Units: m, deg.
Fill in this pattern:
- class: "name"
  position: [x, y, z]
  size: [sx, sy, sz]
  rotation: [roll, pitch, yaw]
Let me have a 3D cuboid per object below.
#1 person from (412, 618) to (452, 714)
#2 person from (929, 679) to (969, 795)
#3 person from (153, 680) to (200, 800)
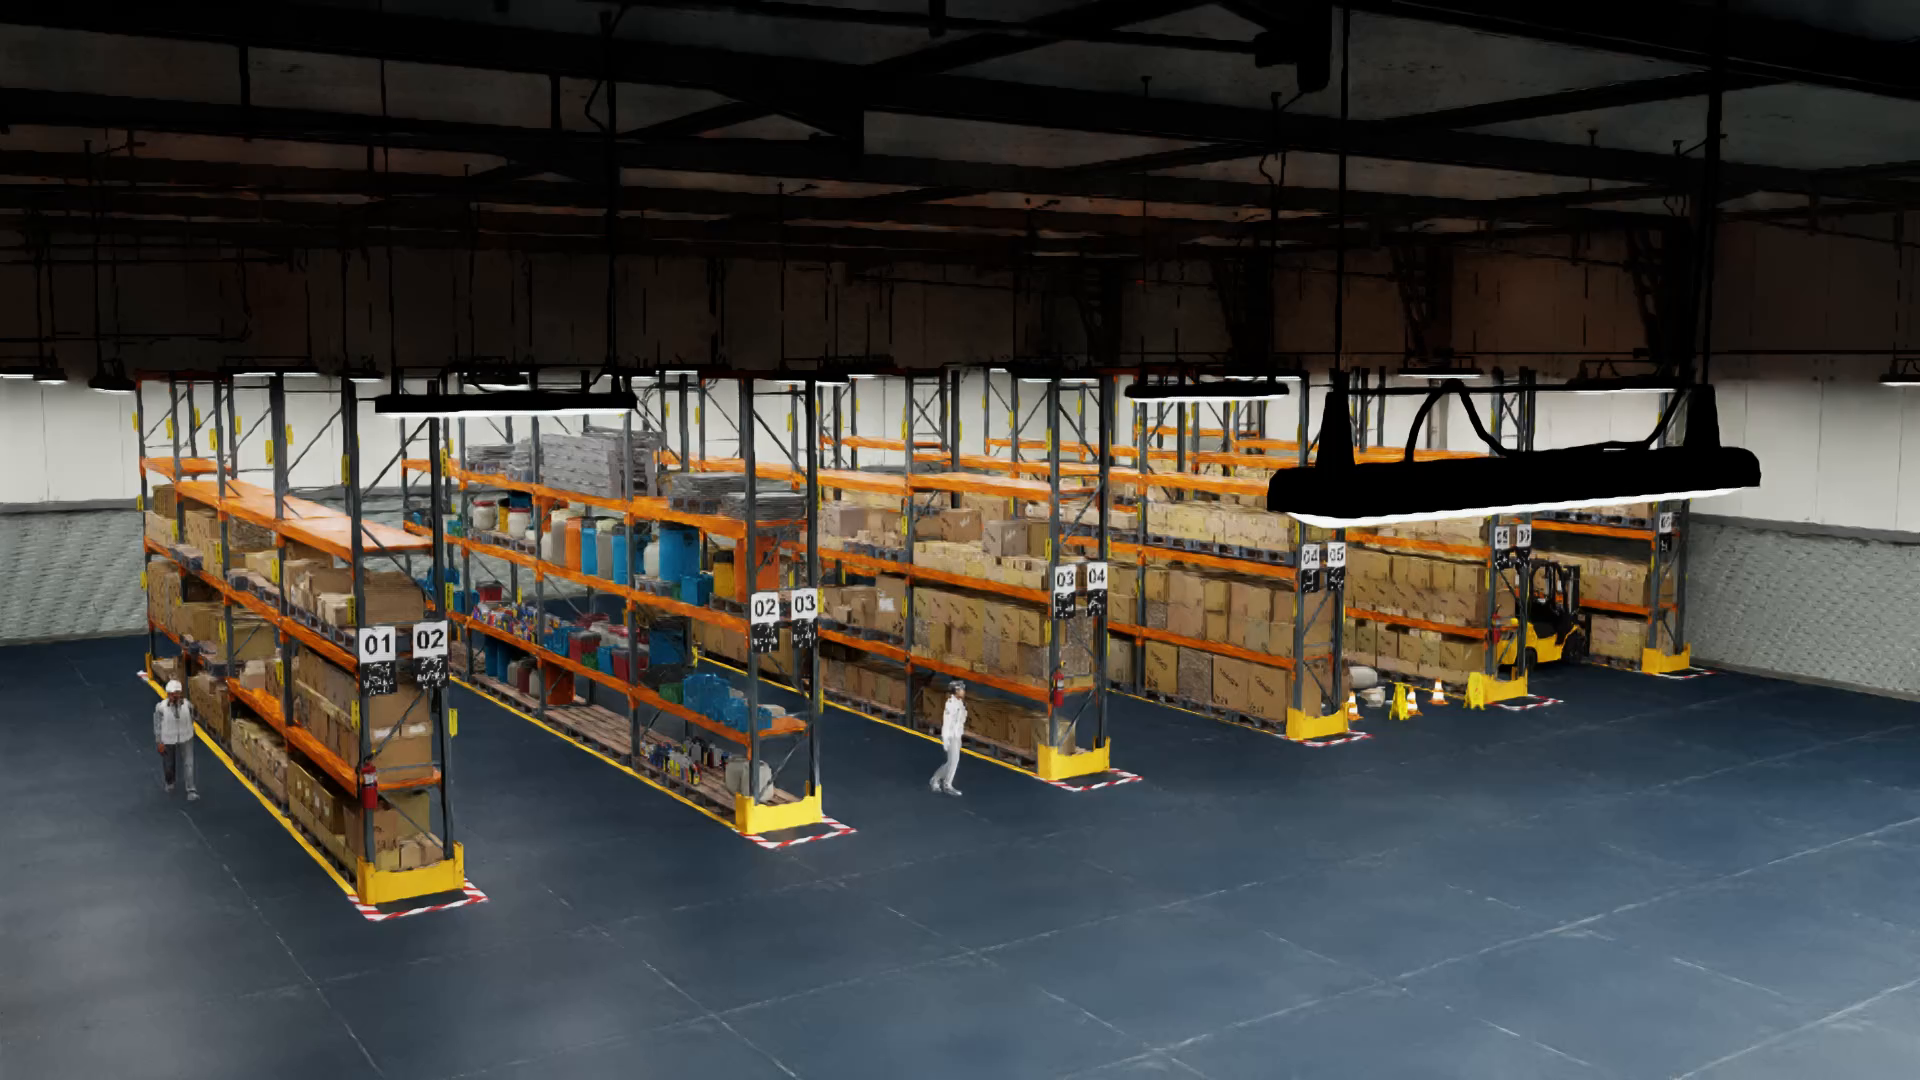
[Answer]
- class: "person"
  position: [-9.256, 2.200, 29.059]
  size: [0.729, 1.733, 0.546]
  rotation: [-5, 8, -35]
- class: "person"
  position: [-0.168, 2.820, 23.838]
  size: [0.513, 1.671, 0.533]
  rotation: [2, 7, 19]
- class: "person"
  position: [-11.144, 2.816, 23.615]
  size: [0.543, 1.700, 1.115]
  rotation: [-4, 8, -31]
